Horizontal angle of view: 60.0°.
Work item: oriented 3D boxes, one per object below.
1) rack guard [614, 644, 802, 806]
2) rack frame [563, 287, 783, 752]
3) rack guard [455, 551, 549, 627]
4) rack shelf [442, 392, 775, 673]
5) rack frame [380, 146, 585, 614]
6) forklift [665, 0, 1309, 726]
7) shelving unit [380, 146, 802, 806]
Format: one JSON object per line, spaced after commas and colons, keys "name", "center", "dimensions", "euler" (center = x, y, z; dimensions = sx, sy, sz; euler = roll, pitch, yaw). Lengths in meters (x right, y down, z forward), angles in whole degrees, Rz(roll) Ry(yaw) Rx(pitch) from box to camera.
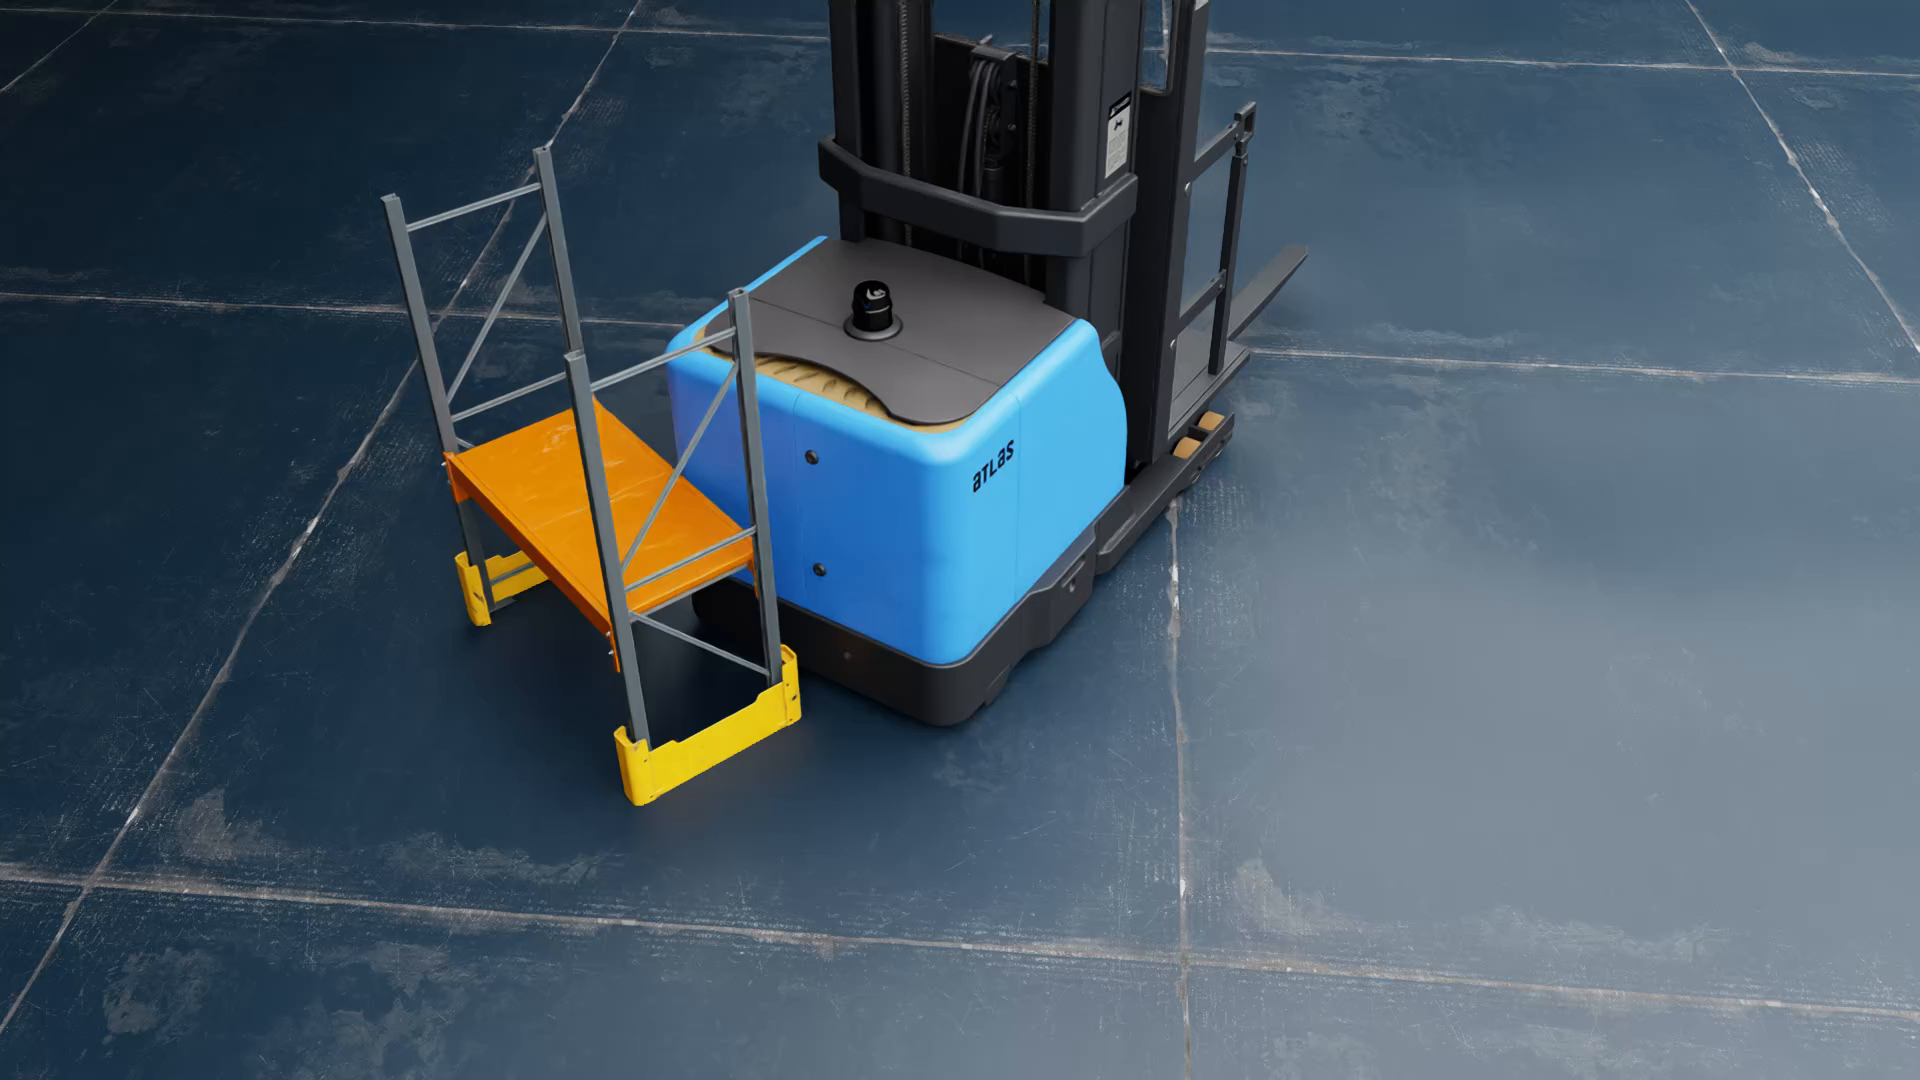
{"name": "rack guard", "center": [-0.730, 0.541, 4.888], "dimensions": [0.587, 0.250, 0.087], "euler": [-27, 46, -29]}
{"name": "rack frame", "center": [-0.729, 0.057, 4.492], "dimensions": [0.500, 1.500, 0.032], "euler": [-27, 46, -29]}
{"name": "rack guard", "center": [-1.360, 0.054, 5.486], "dimensions": [0.587, 0.250, 0.087], "euler": [-27, 46, -29]}
{"name": "rack shelf", "center": [-1.051, -0.052, 4.911], "dimensions": [0.538, 0.185, 1.000], "euler": [-27, 46, -29]}
{"name": "rack frame", "center": [-1.372, -0.441, 5.103], "dimensions": [0.500, 1.500, 0.032], "euler": [-27, 46, -29]}
{"name": "forklift", "center": [0.351, -1.484, 5.252], "dimensions": [1.130, 2.935, 3.031], "euler": [22, 44, 25]}
{"name": "shelving unit", "center": [-1.045, -0.187, 4.792], "dimensions": [0.587, 1.500, 1.083], "euler": [-27, 46, -29]}
